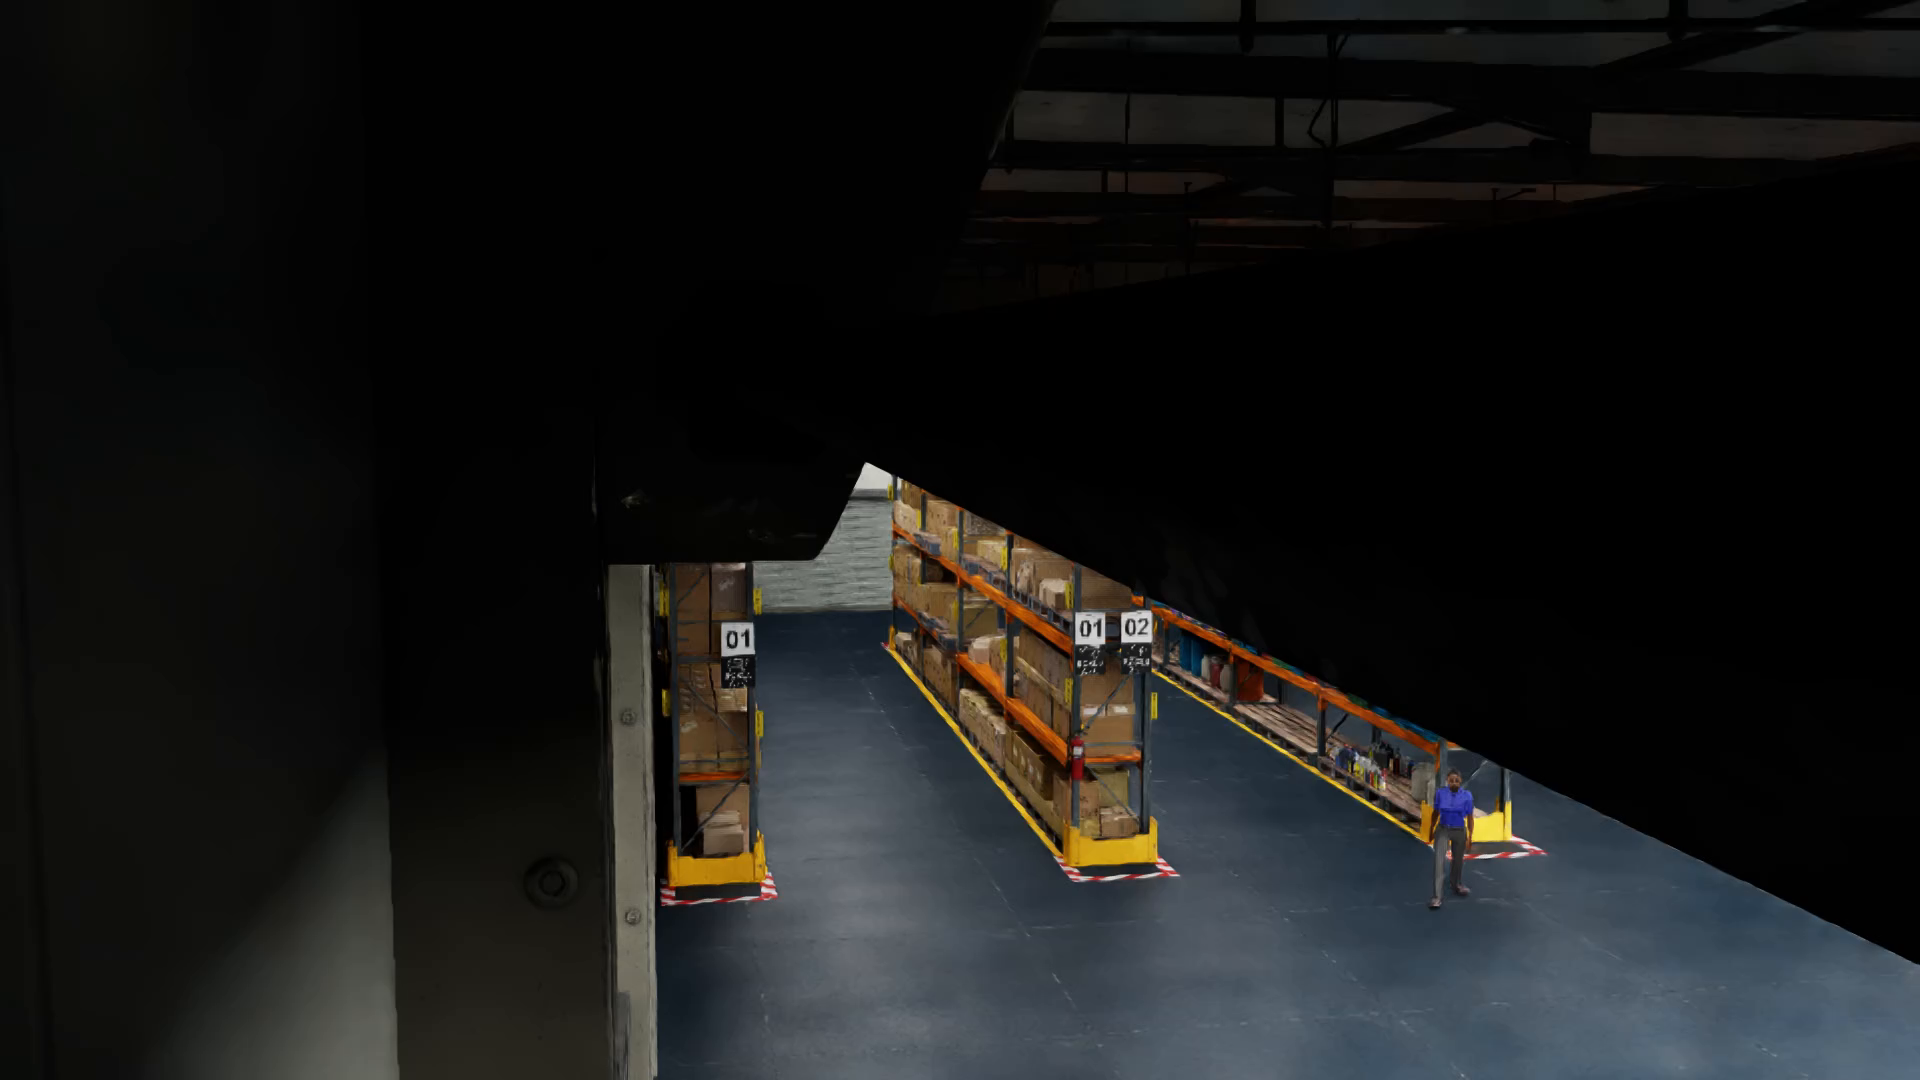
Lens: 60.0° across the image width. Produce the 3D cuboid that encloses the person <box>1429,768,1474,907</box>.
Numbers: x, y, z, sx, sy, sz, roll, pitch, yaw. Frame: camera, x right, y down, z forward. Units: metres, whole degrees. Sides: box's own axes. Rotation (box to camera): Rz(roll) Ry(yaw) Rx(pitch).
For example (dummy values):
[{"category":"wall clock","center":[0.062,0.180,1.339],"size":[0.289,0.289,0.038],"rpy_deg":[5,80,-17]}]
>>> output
[{"category":"person","center":[5.745,3.433,19.439],"size":[0.492,1.602,0.935],"rpy_deg":[2,6,14]}]
